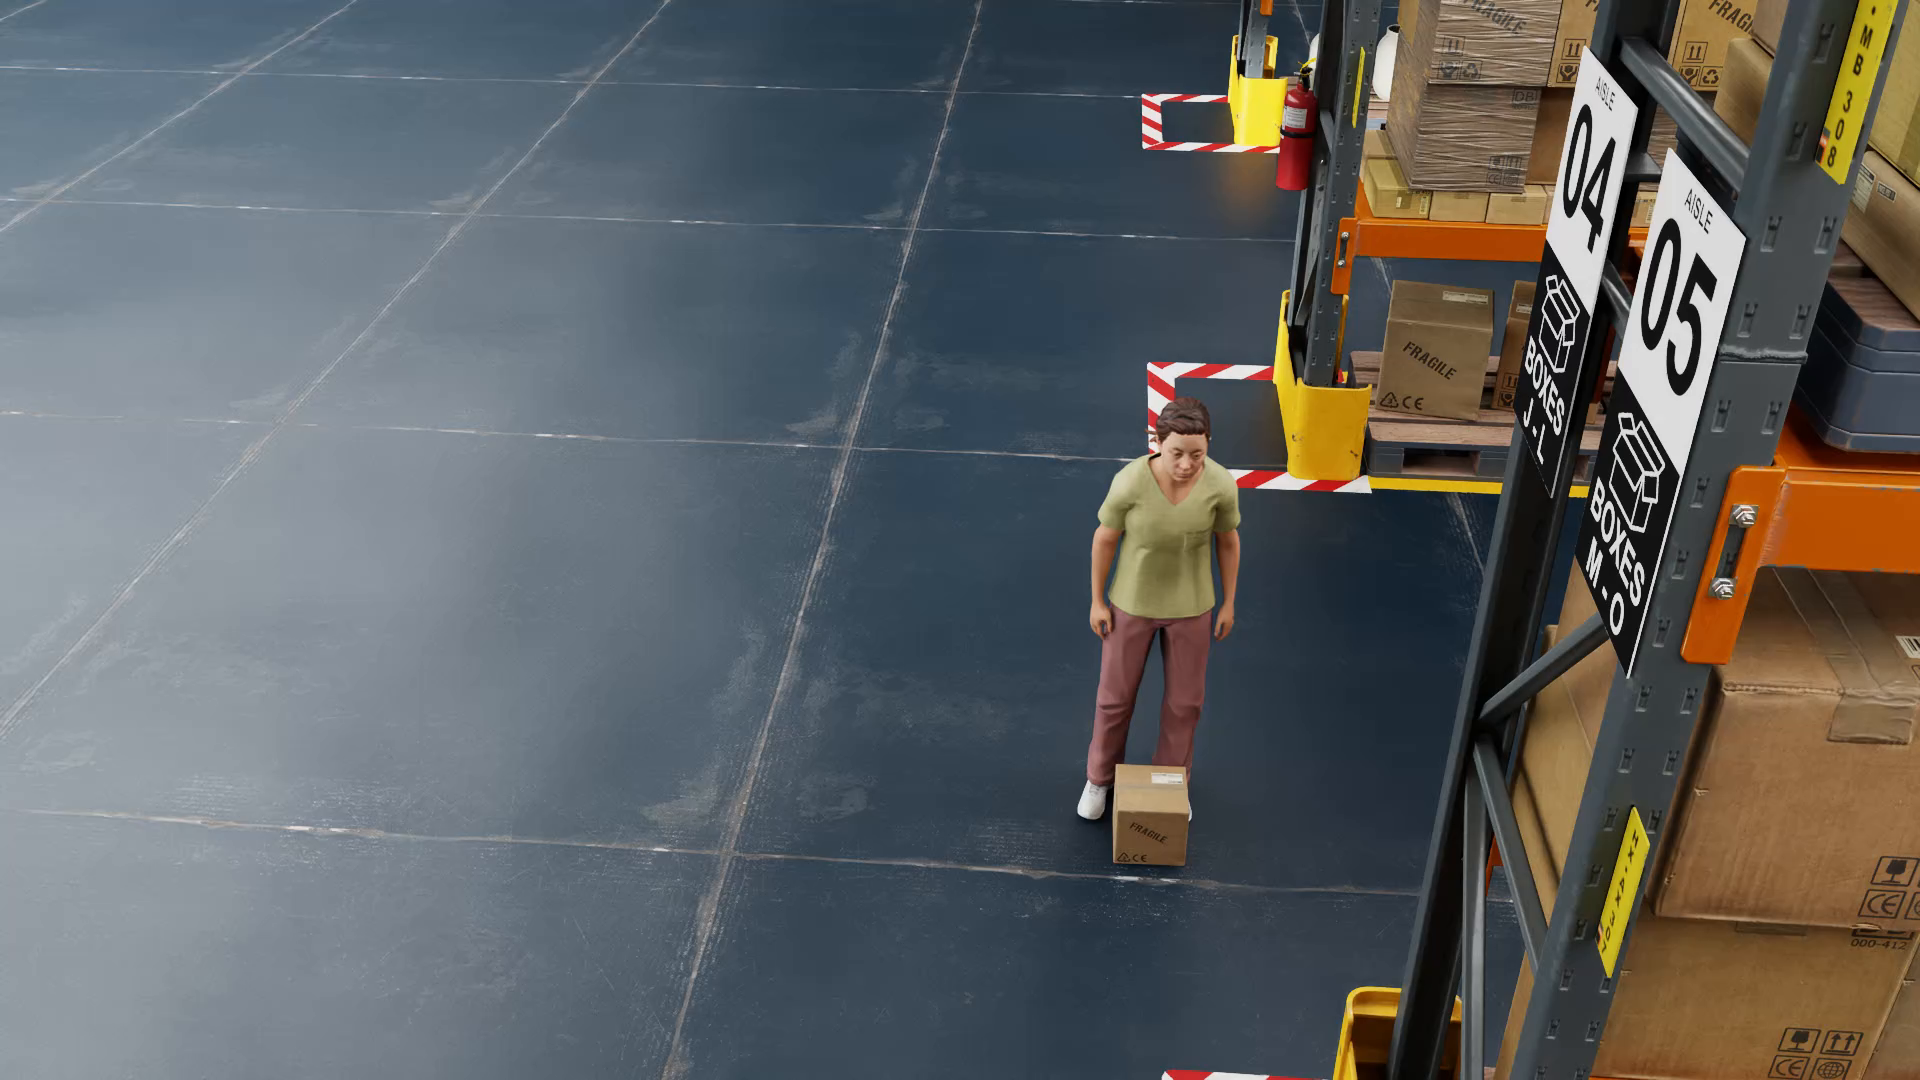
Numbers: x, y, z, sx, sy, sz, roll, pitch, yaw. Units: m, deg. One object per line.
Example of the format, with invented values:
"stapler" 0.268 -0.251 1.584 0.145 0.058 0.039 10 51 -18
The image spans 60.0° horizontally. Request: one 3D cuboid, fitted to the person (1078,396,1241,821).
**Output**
"person" 0.695 0.245 5.746 0.520 1.673 0.358 1 32 2
